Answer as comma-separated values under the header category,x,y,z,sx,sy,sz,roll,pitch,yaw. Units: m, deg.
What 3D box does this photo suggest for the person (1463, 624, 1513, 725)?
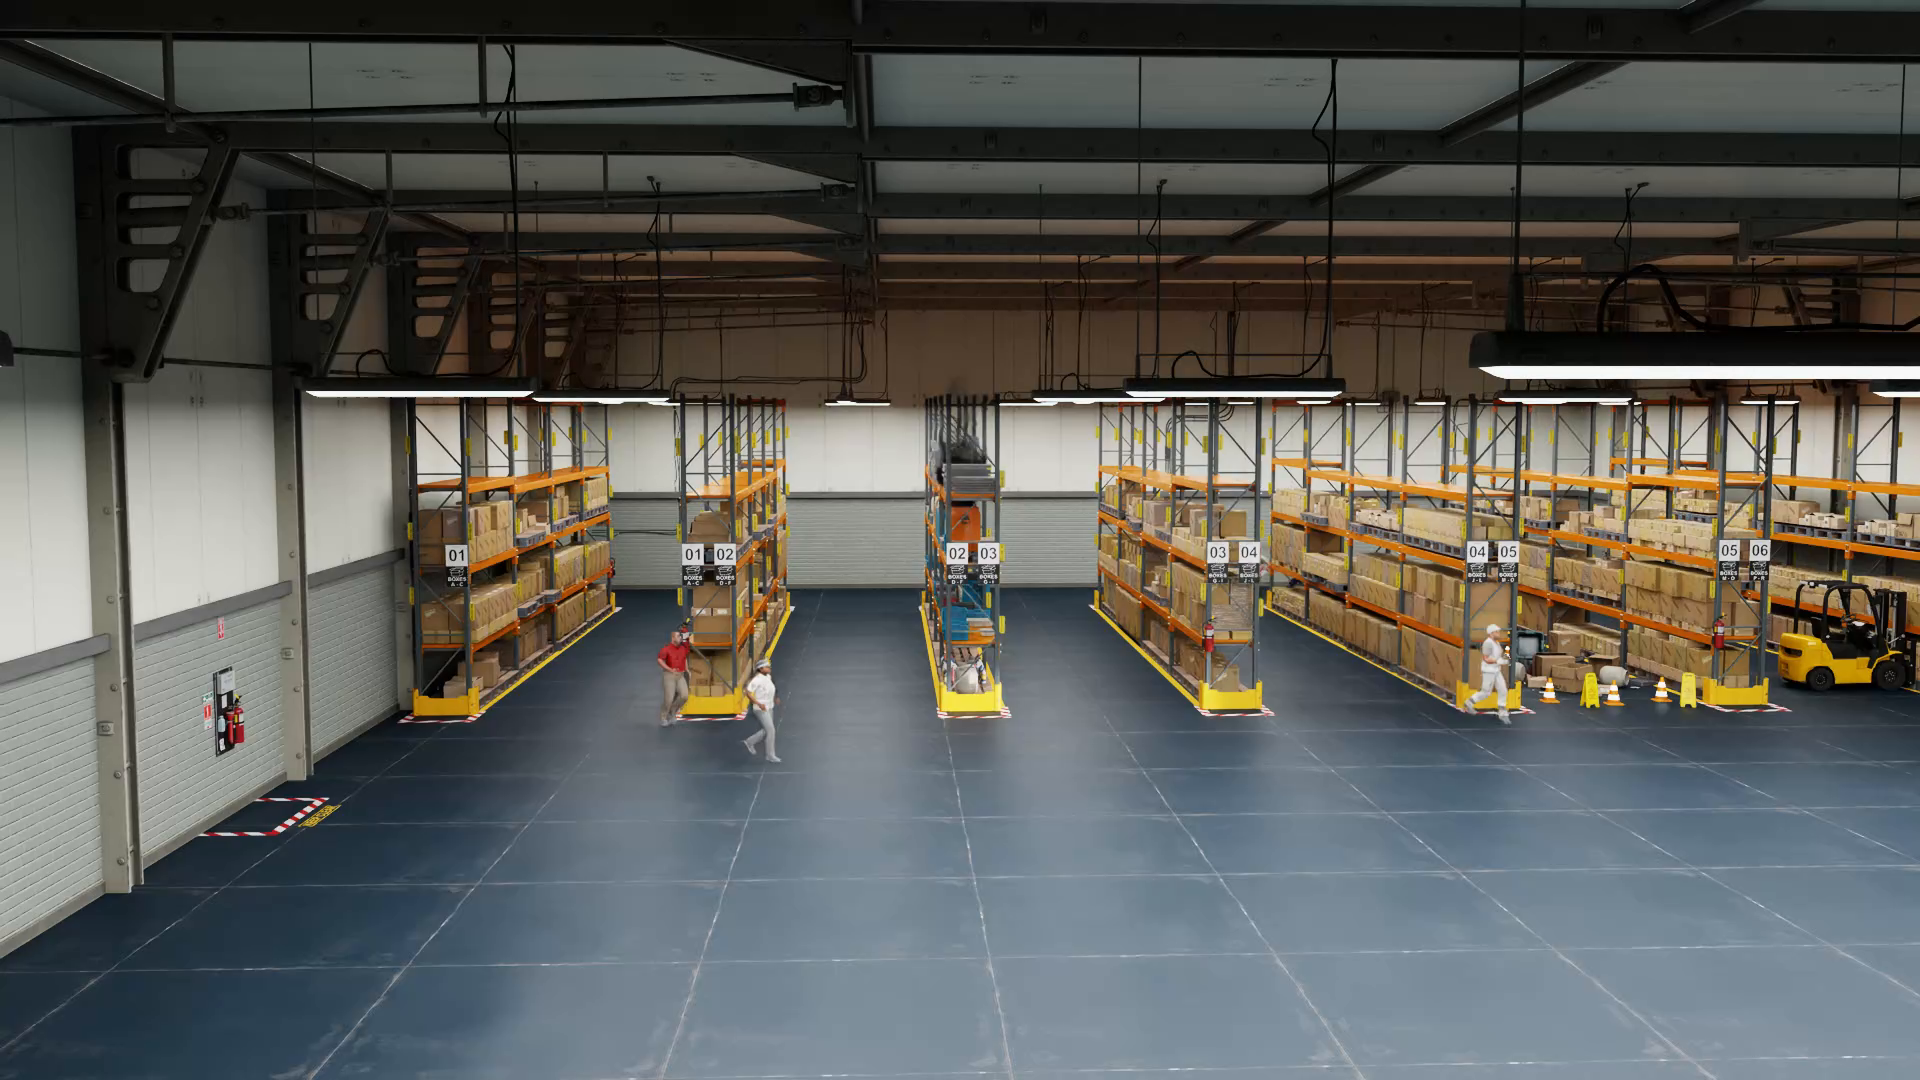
category,x,y,z,sx,sy,sz,roll,pitch,yaw
person,9.671,2.445,30.397,0.952,1.831,0.692,4,6,38

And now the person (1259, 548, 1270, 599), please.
category,x,y,z,sx,sy,sz,roll,pitch,yaw
person,8.725,1.013,48.935,0.689,1.709,0.784,-1,5,-15

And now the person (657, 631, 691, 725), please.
category,x,y,z,sx,sy,sz,roll,pitch,yaw
person,-5.140,2.505,30.133,0.577,1.689,0.733,4,6,42

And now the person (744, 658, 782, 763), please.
category,x,y,z,sx,sy,sz,roll,pitch,yaw
person,-3.232,2.753,27.017,0.727,1.695,0.585,2,5,21

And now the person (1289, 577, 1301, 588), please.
category,x,y,z,sx,sy,sz,roll,pitch,yaw
person,9.975,1.065,49.089,0.647,1.645,0.709,-4,6,-40
